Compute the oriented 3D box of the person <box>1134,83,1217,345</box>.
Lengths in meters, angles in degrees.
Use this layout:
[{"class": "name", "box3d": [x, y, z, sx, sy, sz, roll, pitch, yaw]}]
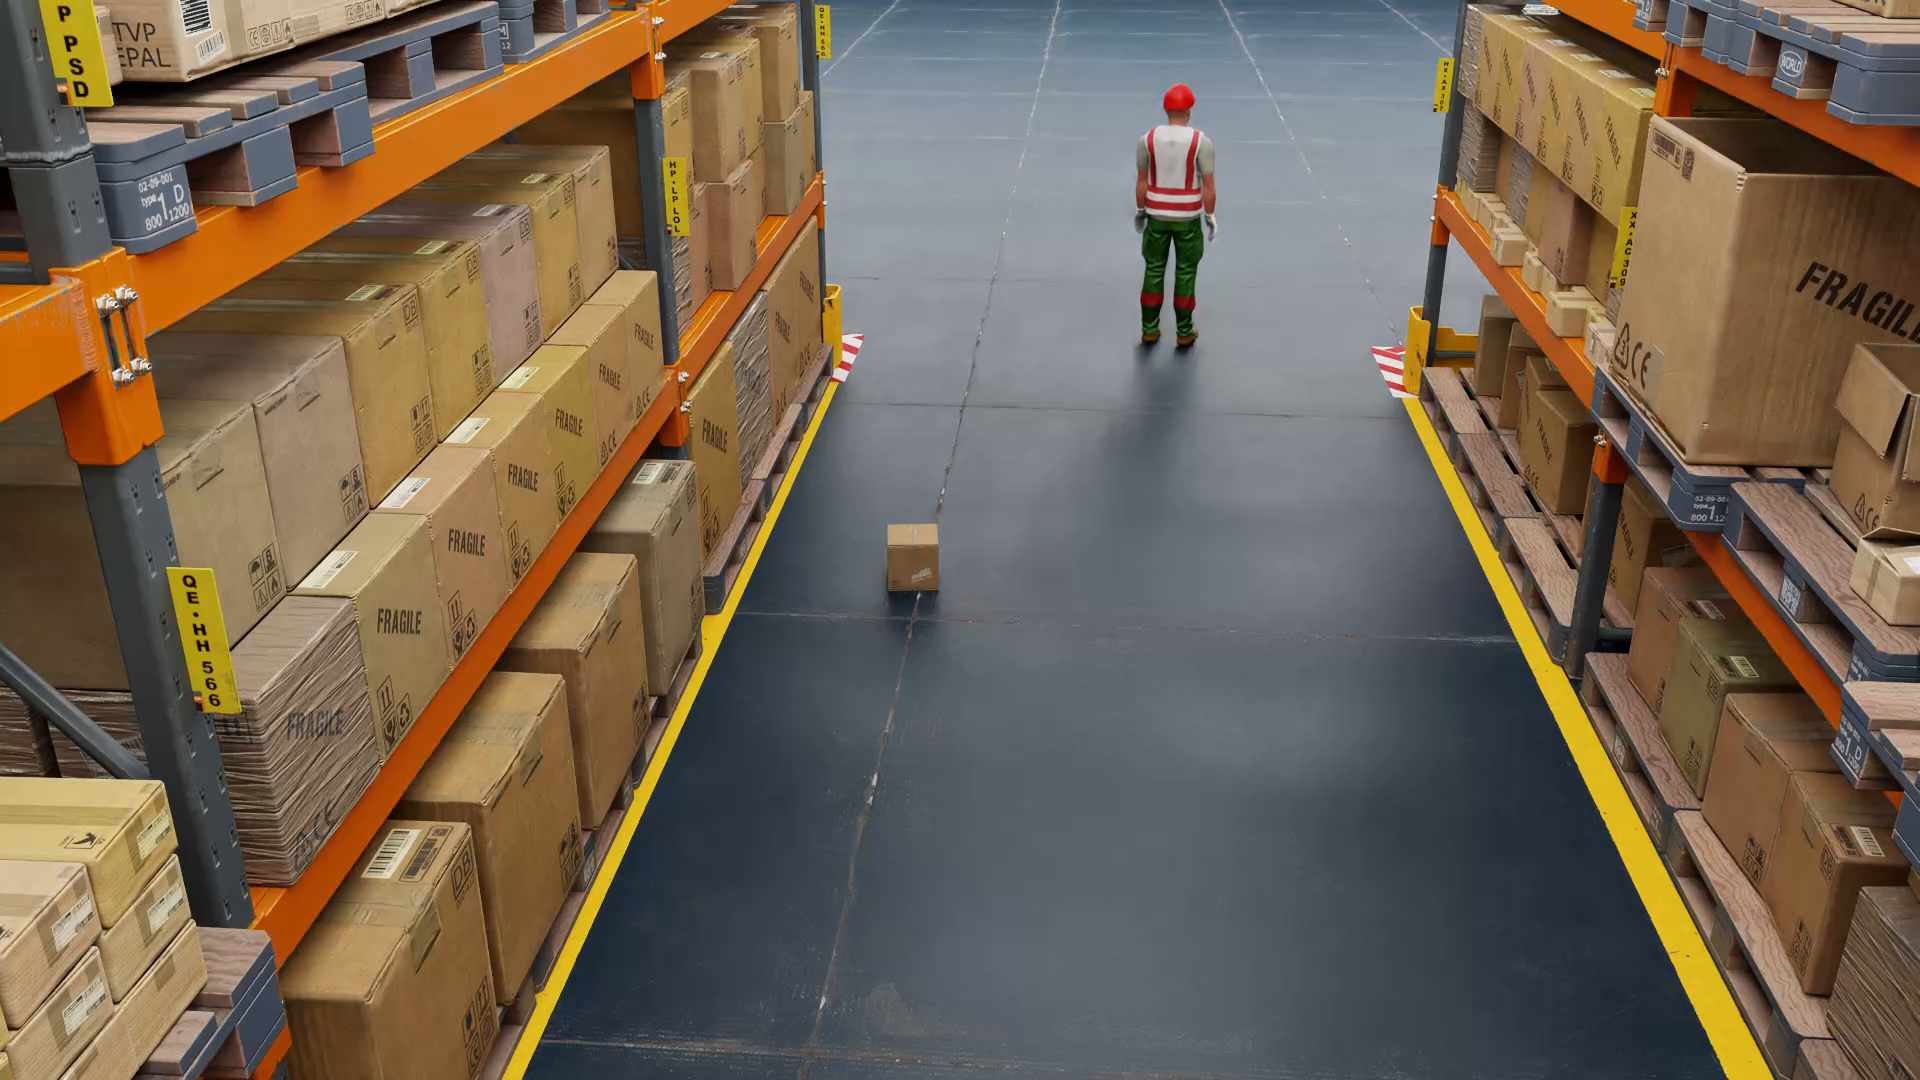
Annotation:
[{"class": "person", "box3d": [1.491, -2.243, 11.481, 0.586, 1.793, 0.412, 8, 25, 16]}]
